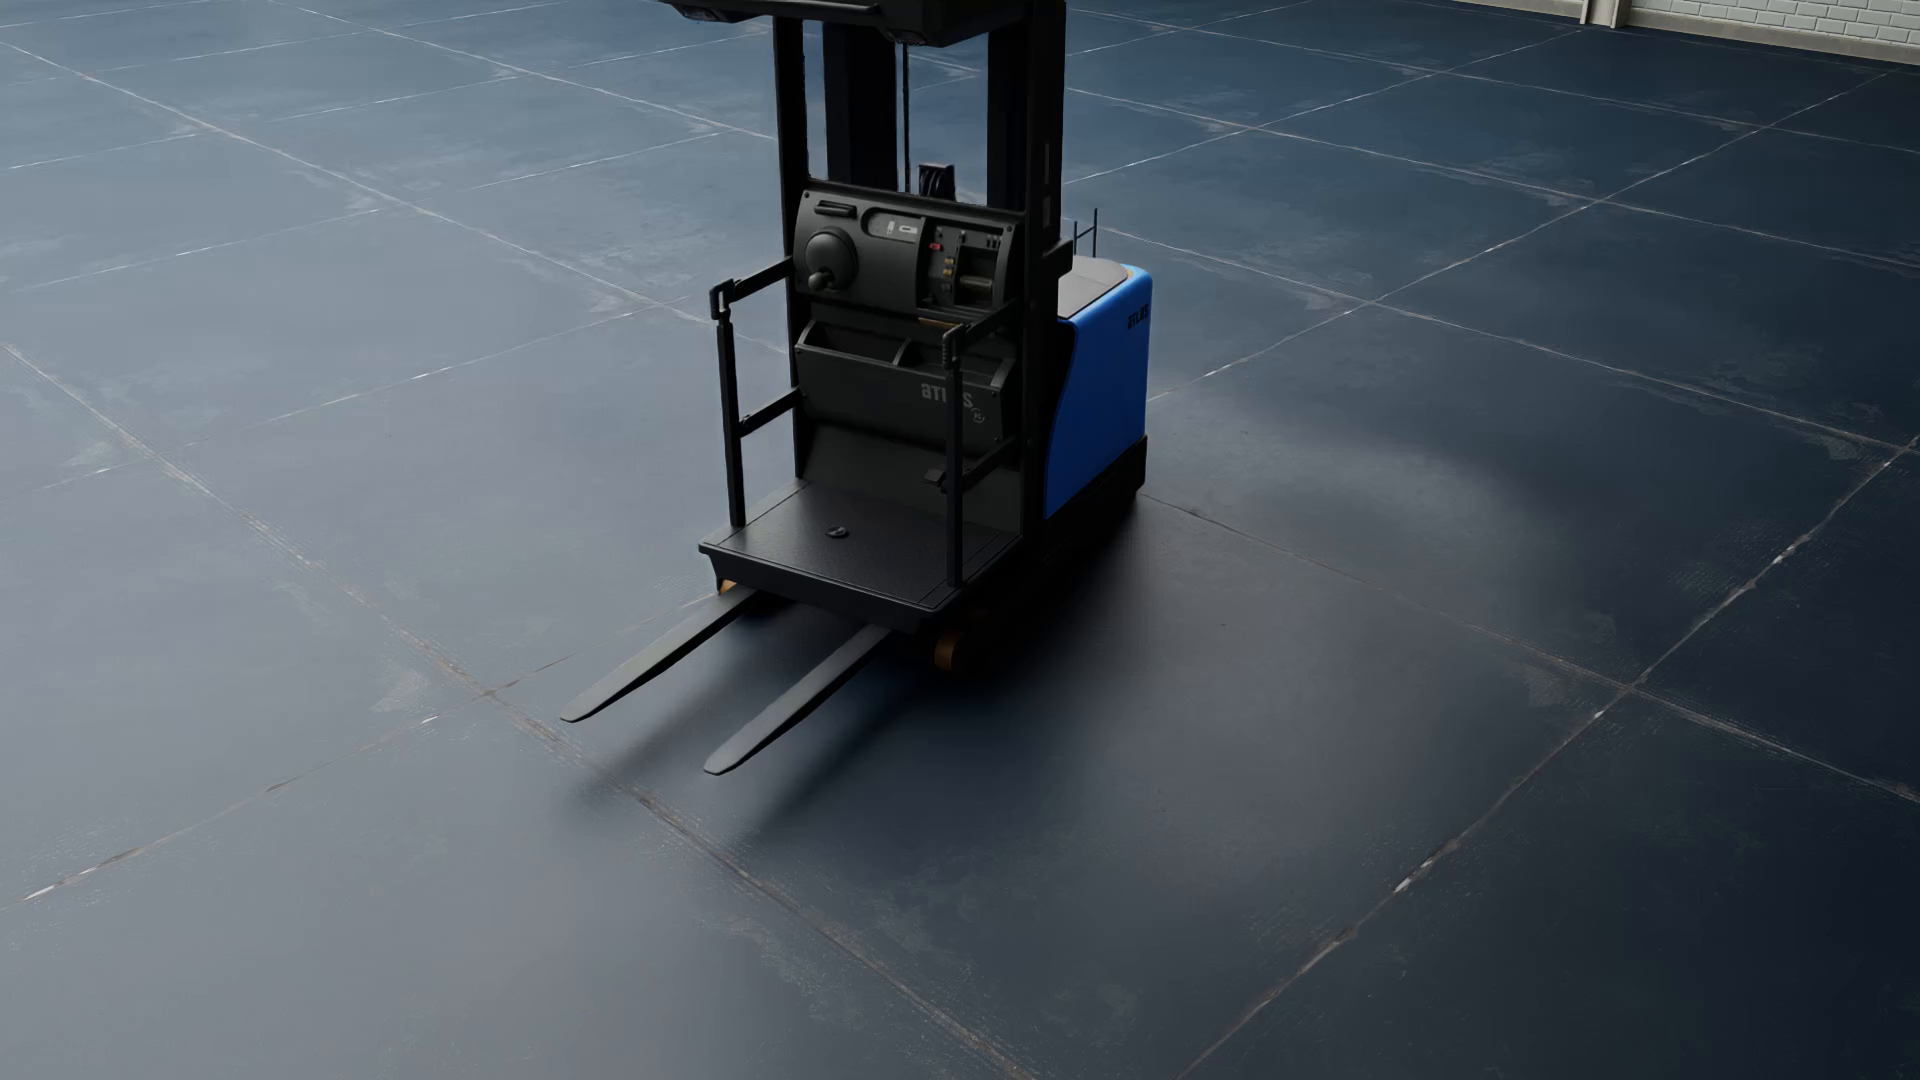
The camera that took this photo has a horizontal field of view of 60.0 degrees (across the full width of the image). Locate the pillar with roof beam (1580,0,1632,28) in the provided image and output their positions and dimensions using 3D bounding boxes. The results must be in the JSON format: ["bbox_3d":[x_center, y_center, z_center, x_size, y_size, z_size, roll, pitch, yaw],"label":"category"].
[{"bbox_3d":[3.834,-8.049,12.889,0.400,9.000,9.100,25,36,38],"label":"pillar with roof beam"}]

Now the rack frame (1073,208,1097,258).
[{"bbox_3d":[0.563,-0.925,7.720,0.006,1.200,0.240,14,31,25],"label":"rack frame"}]

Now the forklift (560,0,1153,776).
[{"bbox_3d":[-0.320,-1.035,6.070,1.130,2.935,3.031,15,31,26],"label":"forklift"}]

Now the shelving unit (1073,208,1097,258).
[{"bbox_3d":[0.482,-0.945,7.758,0.189,1.200,0.258,14,31,25],"label":"shelving unit"}]
